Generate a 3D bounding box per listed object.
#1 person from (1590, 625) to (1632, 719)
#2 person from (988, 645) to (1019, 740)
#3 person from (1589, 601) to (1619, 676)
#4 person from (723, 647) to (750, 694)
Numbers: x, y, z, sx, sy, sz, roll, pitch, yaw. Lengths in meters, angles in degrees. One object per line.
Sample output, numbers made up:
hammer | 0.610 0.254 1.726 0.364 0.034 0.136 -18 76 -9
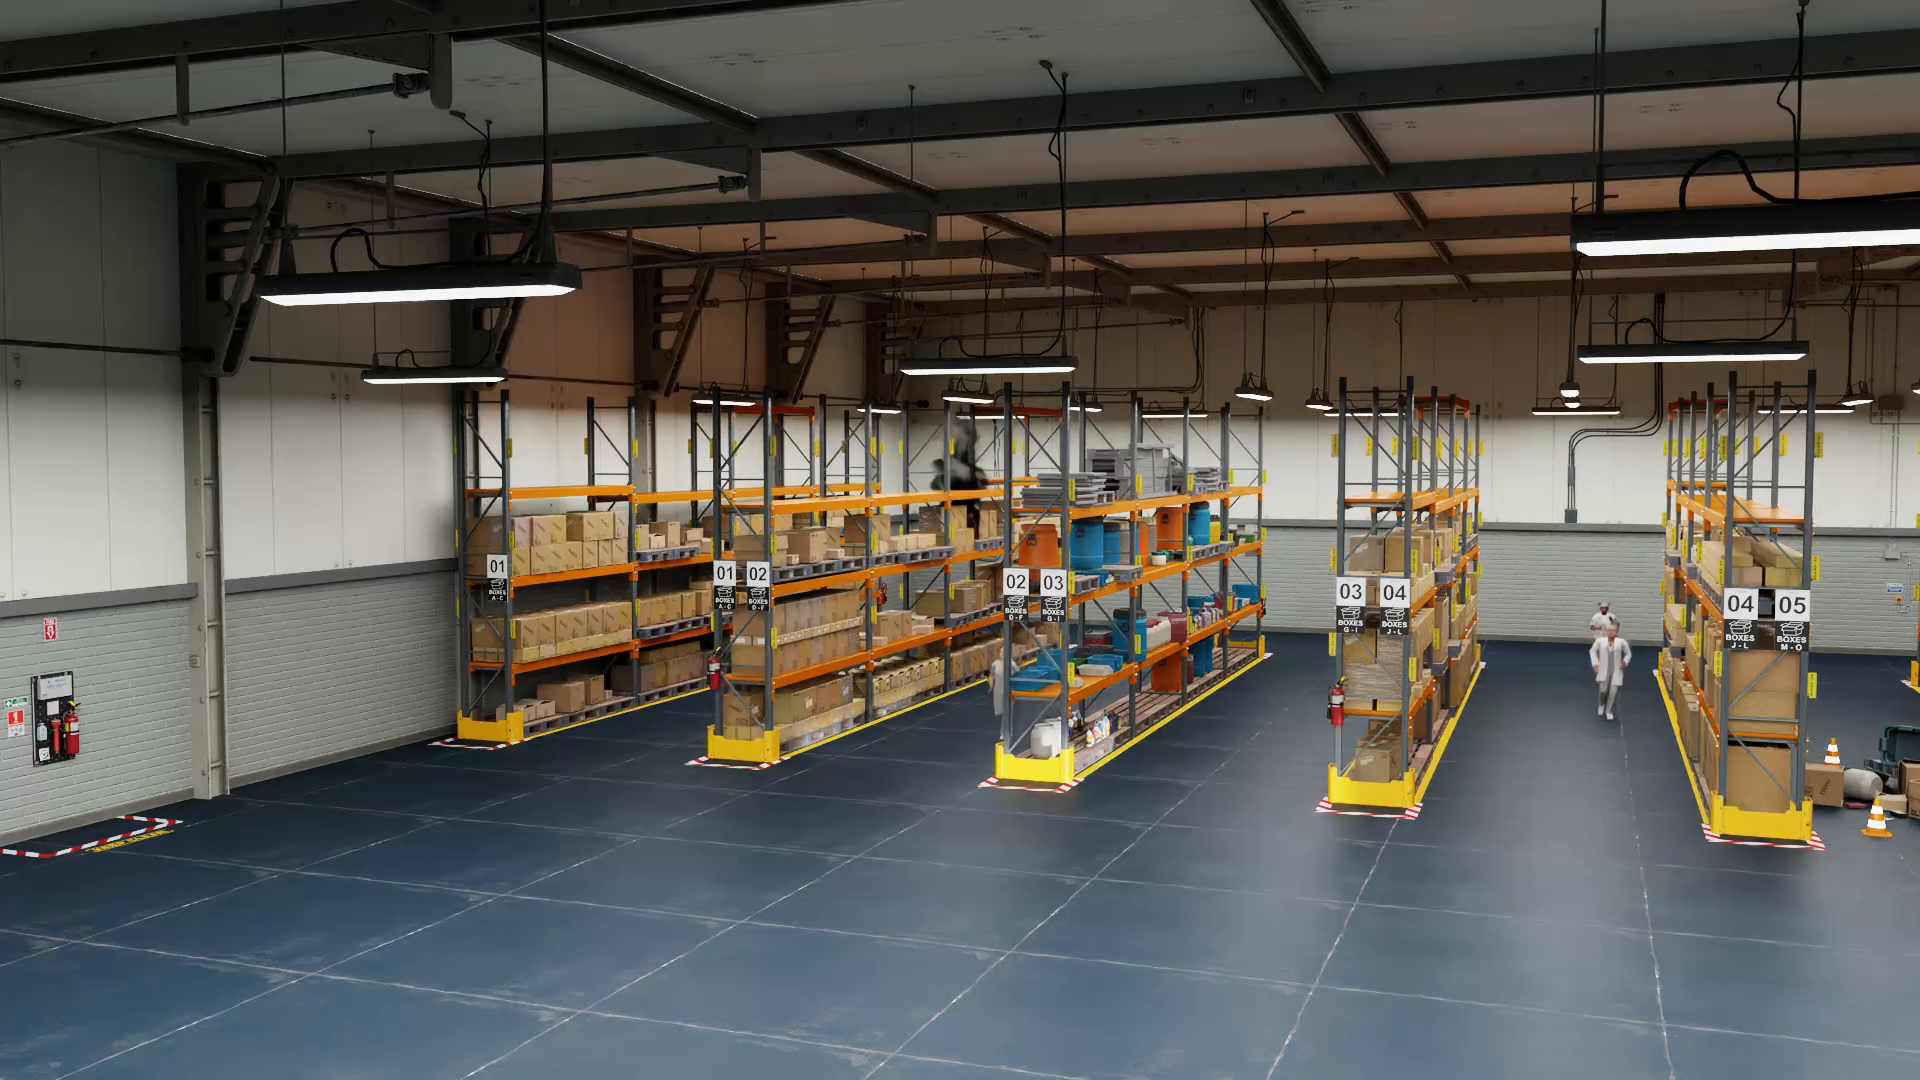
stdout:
person | 12.027 2.439 30.725 0.723 1.746 0.629 1 3 19
person | 0.783 2.615 28.755 0.550 1.620 0.622 1 3 13
person | 13.901 2.185 35.909 0.580 1.757 0.743 2 3 26
person | -3.964 2.516 29.848 0.668 1.687 0.803 1 3 13
